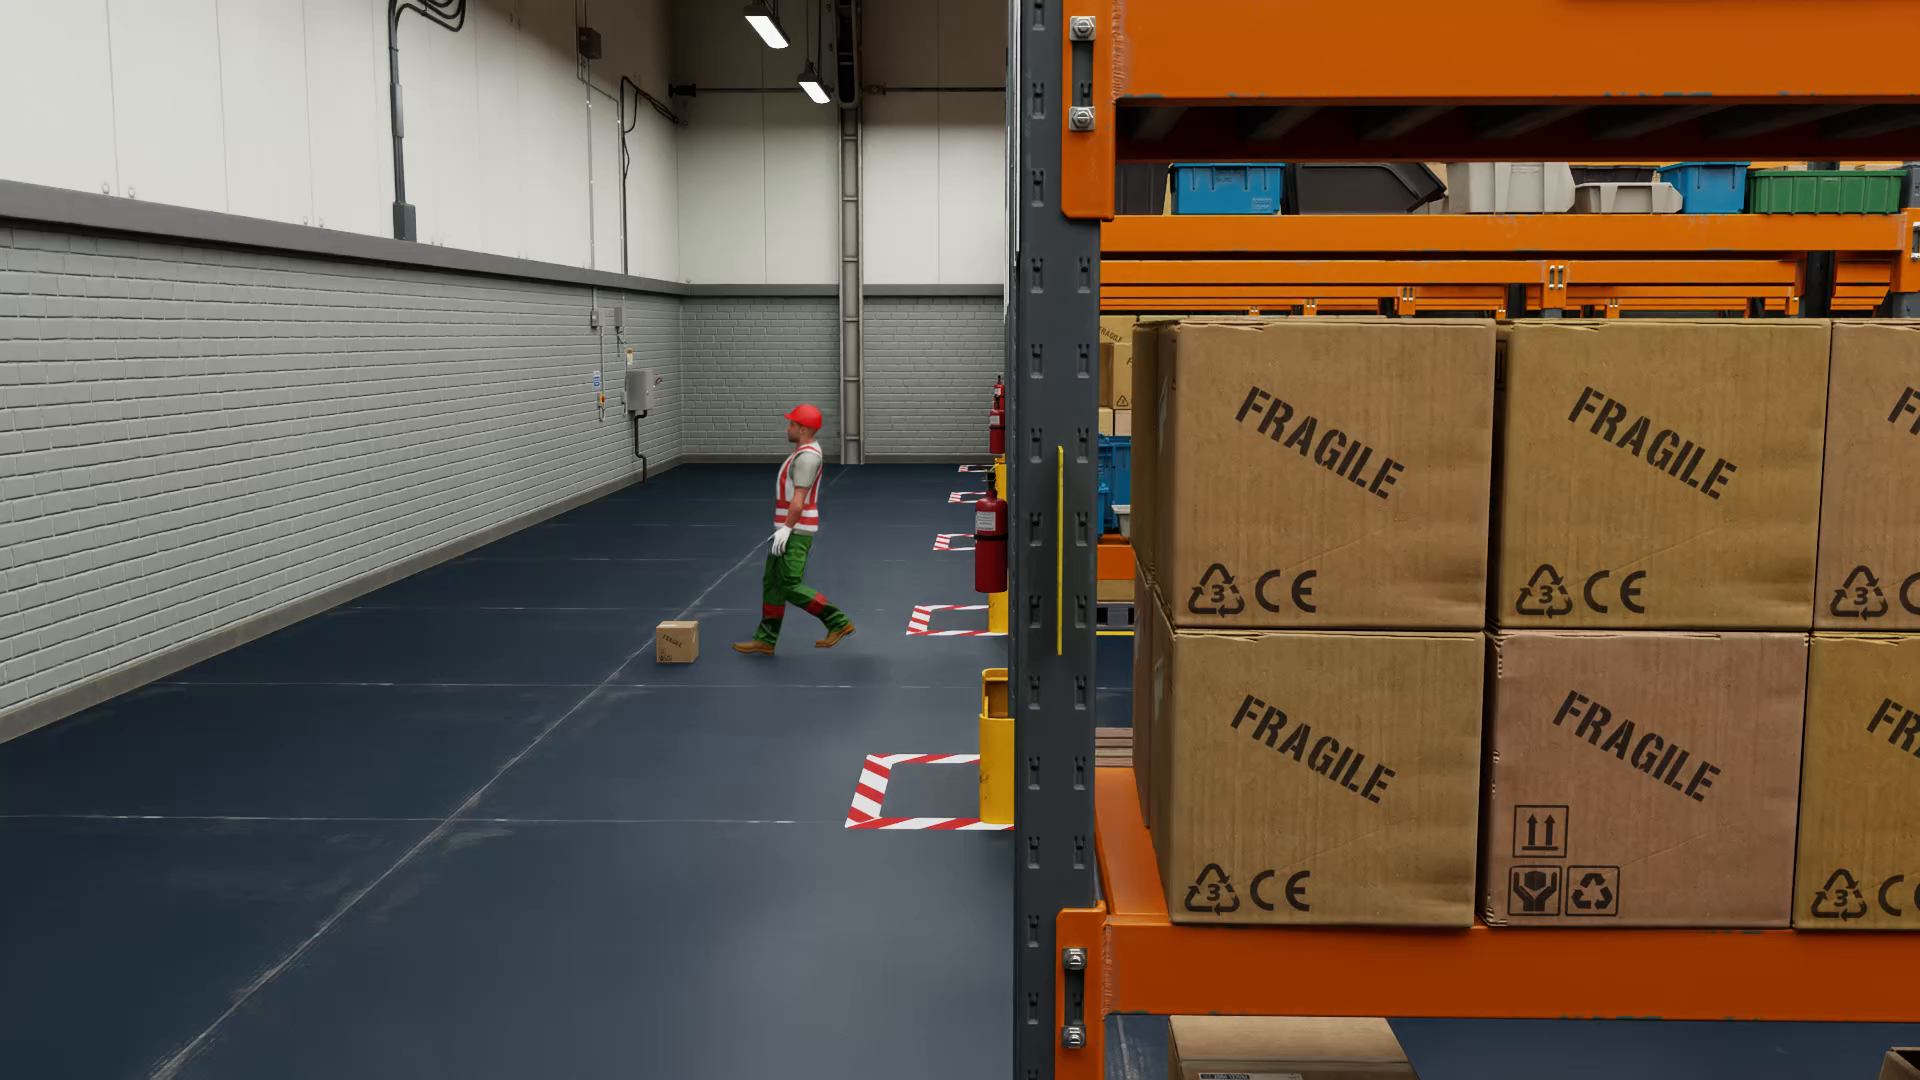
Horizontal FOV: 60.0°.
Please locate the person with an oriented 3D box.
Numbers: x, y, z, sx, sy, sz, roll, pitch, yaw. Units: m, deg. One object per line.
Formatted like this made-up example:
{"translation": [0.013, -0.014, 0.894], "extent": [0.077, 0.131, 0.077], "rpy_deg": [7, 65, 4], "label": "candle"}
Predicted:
{"translation": [-1.176, -0.060, 11.597], "extent": [0.850, 1.767, 0.545], "rpy_deg": [-1, 7, -8], "label": "person"}
